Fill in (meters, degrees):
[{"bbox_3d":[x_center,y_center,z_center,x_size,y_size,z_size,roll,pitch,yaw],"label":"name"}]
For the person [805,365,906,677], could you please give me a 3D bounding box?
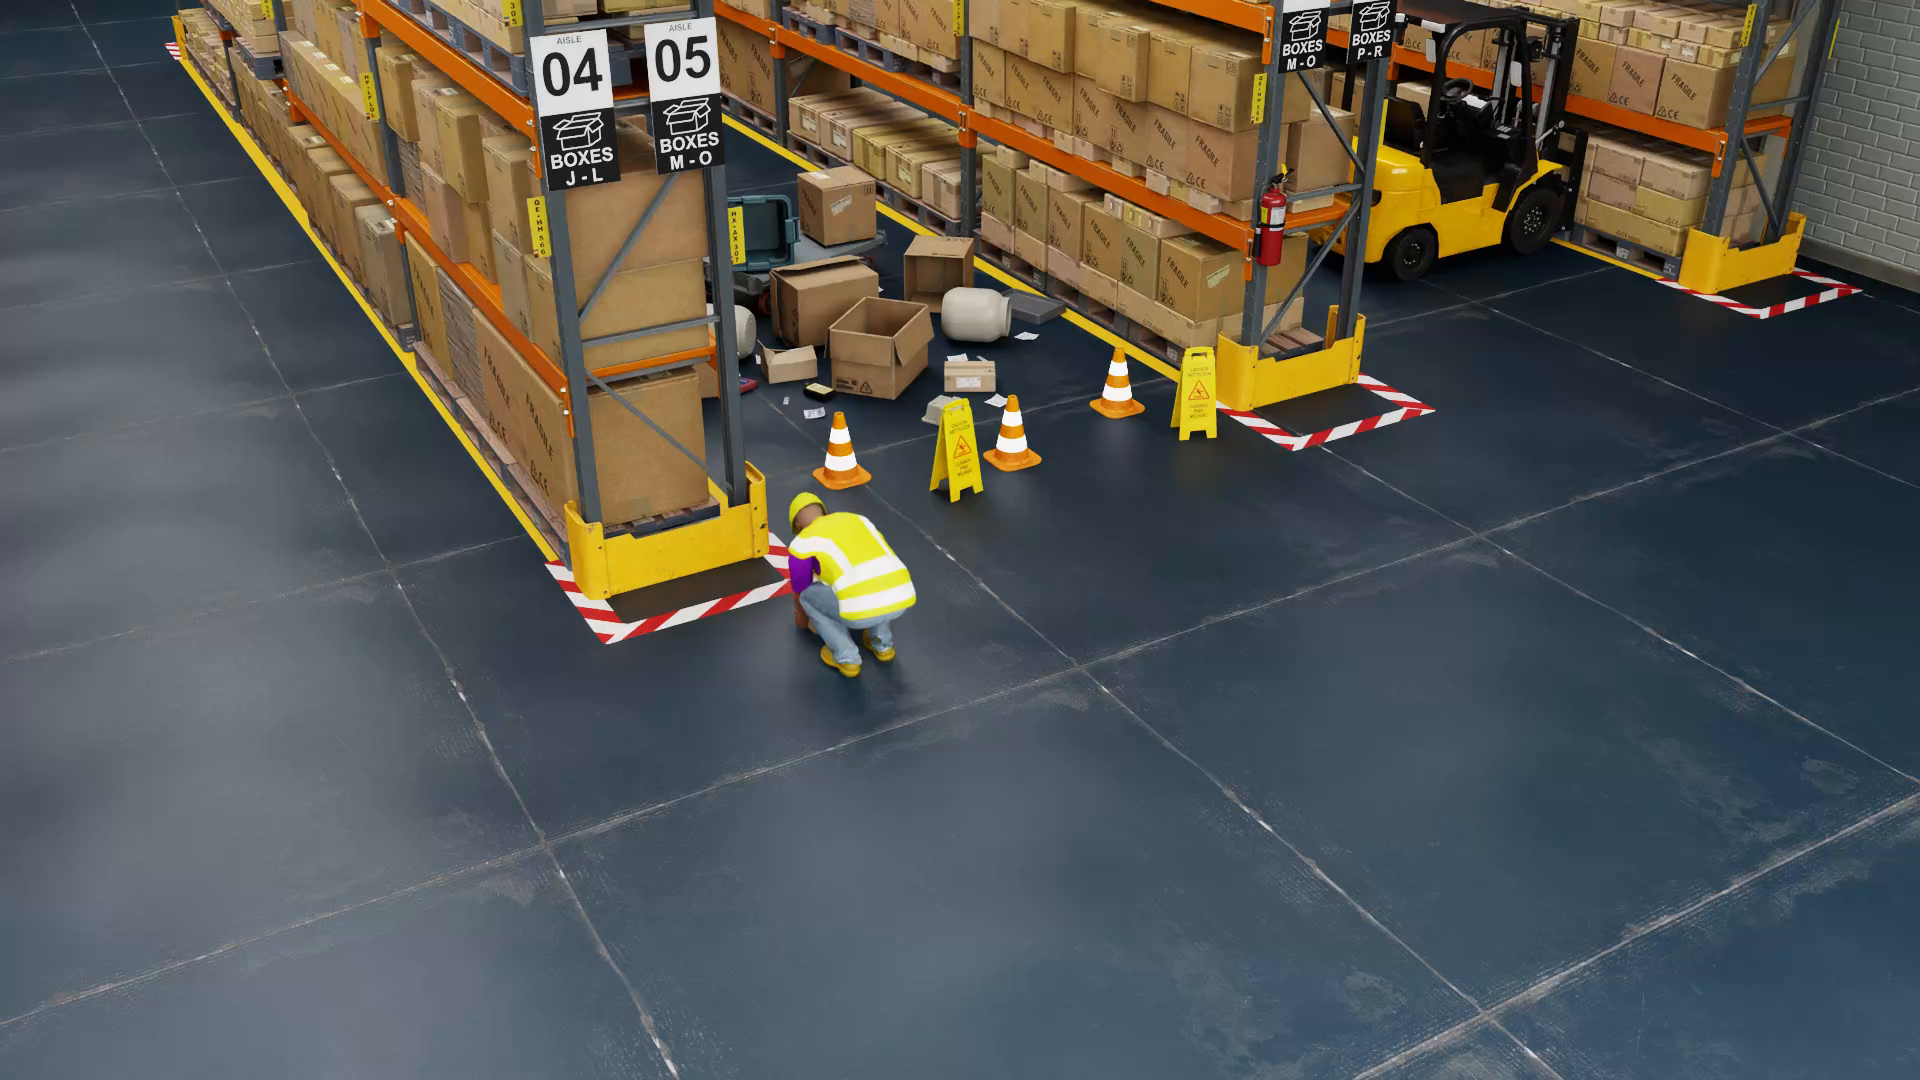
[{"bbox_3d":[-0.582,-0.143,8.801,0.504,1.763,0.567,-16,33,-26],"label":"person"}]
